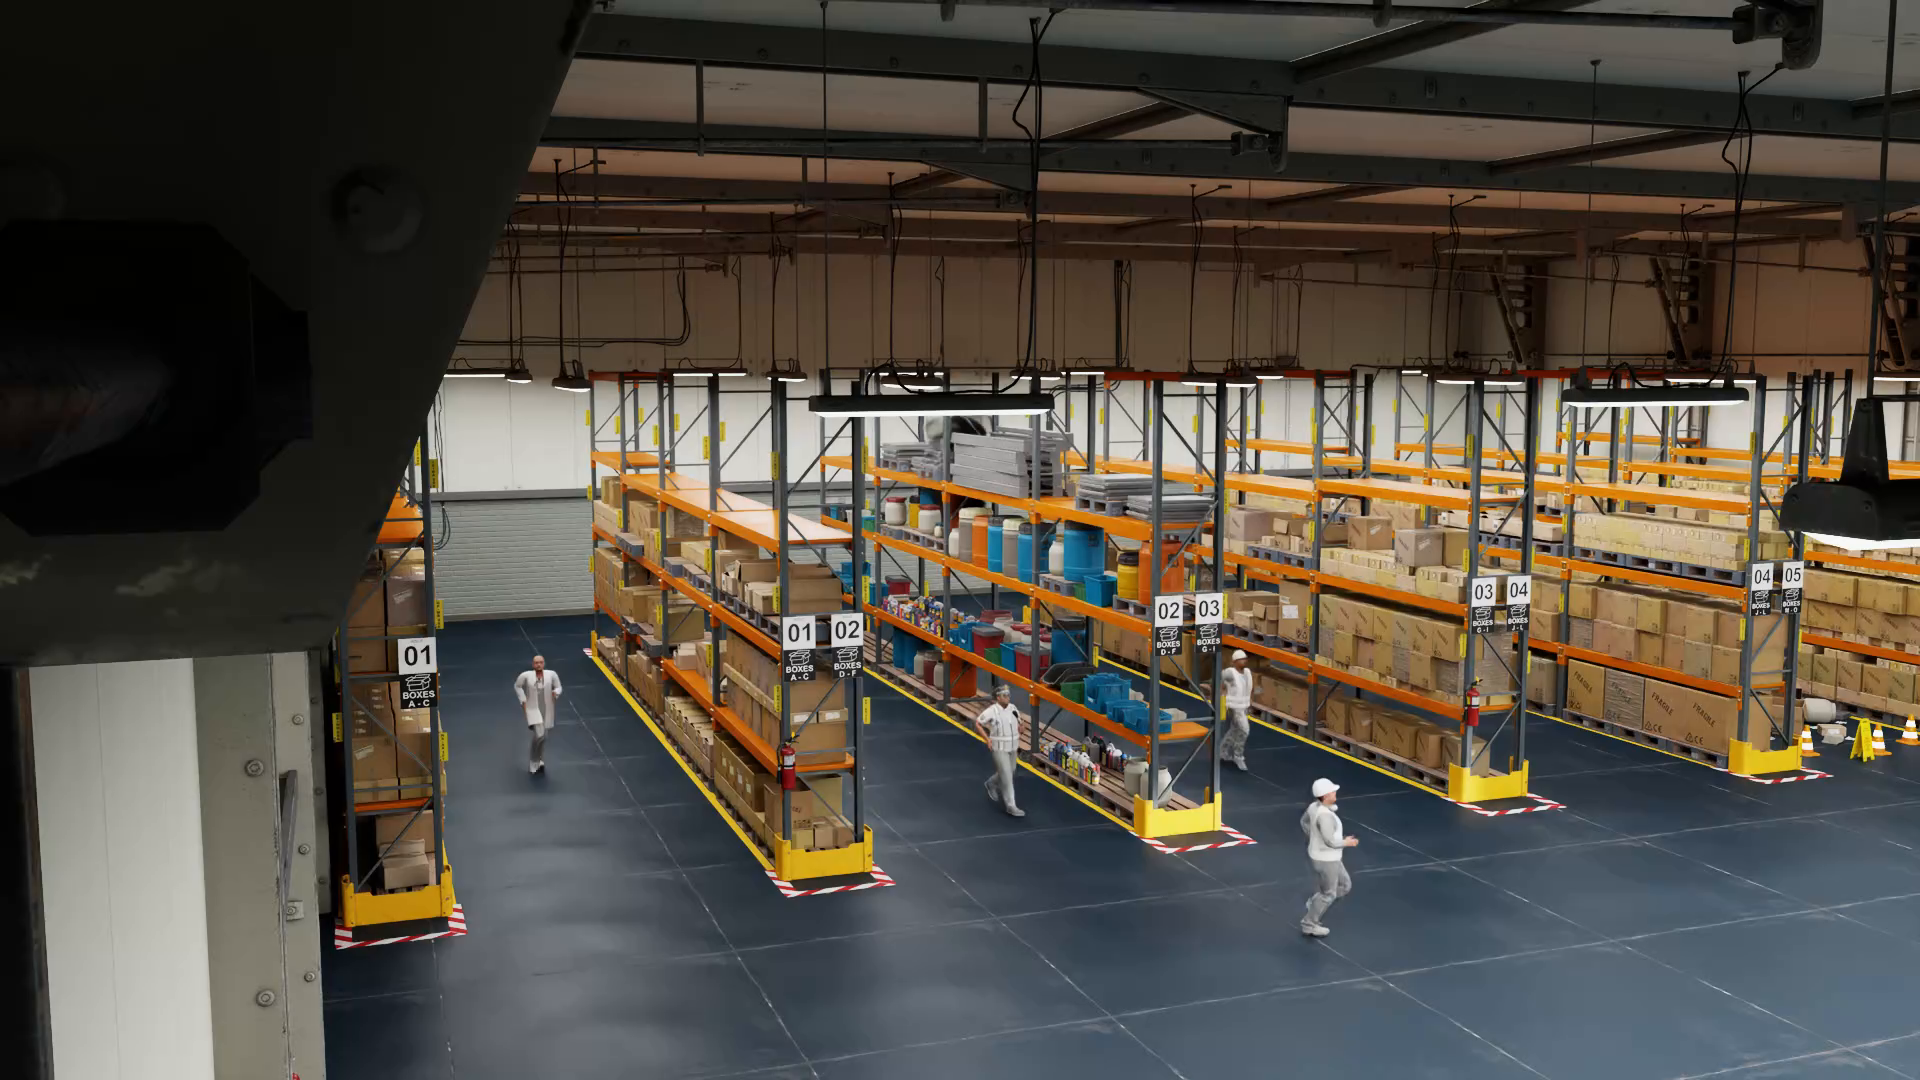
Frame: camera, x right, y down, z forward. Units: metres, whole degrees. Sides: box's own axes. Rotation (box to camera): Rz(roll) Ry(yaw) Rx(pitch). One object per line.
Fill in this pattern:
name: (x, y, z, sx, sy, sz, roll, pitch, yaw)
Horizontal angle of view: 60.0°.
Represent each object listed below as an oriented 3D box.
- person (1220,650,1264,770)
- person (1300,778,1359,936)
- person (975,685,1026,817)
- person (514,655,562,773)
person: (4.279, 2.605, 25.566, 0.776, 1.840, 0.655, 6, 9, 43)
person: (4.031, 3.443, 18.123, 0.603, 1.732, 0.643, 0, 6, 4)
person: (0.612, 2.869, 23.018, 0.669, 1.758, 0.941, -5, 8, -40)
person: (-6.372, 2.649, 25.290, 0.671, 1.815, 0.780, -4, 7, -29)
